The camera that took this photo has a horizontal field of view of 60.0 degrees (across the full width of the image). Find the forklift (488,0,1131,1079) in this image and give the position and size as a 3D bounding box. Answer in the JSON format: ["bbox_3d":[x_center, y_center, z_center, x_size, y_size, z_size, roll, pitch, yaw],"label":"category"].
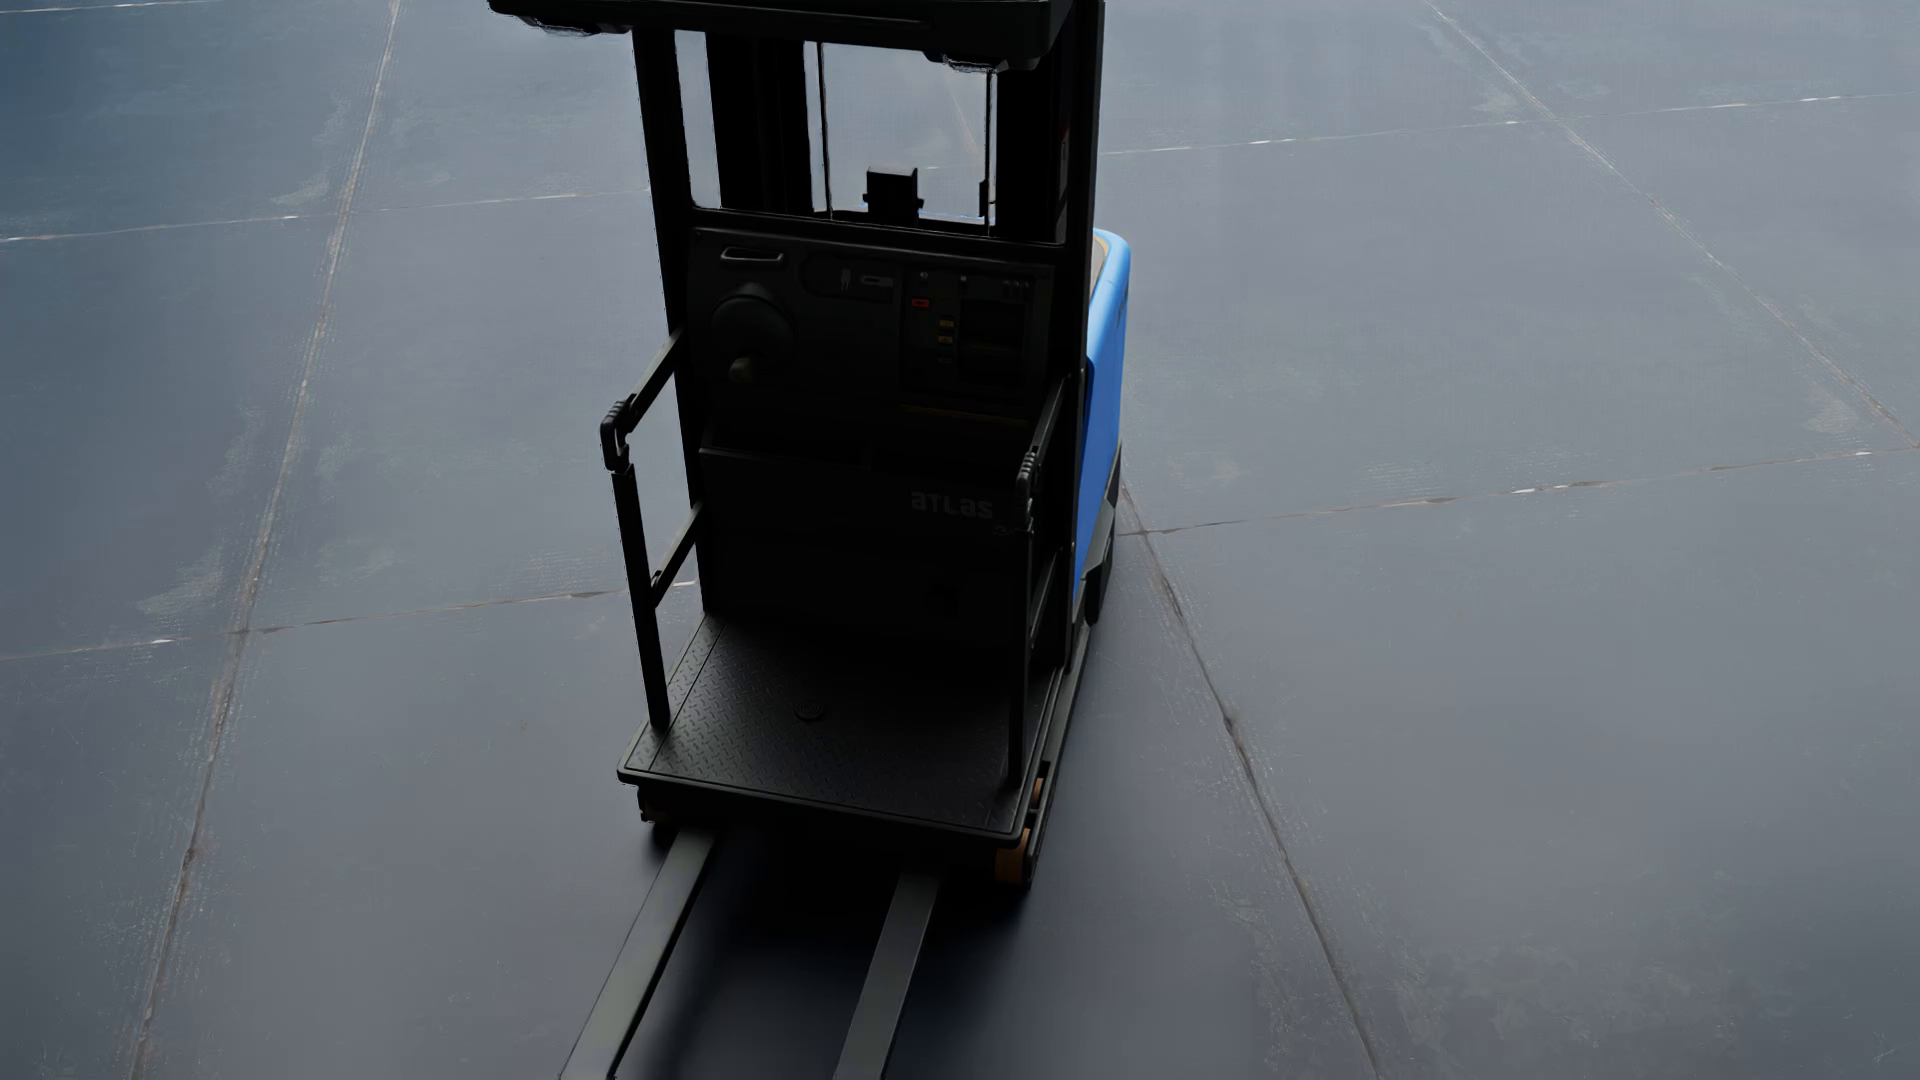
[{"bbox_3d":[-0.276,-0.474,3.971,1.130,2.935,3.031,8,39,10],"label":"forklift"}]

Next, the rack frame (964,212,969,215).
[{"bbox_3d":[0.110,-0.636,5.712,0.200,1.050,0.008,8,39,10],"label":"rack frame"}]

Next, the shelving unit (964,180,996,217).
[{"bbox_3d":[0.137,-0.708,5.806,0.215,1.050,0.252,8,39,10],"label":"shelving unit"}]

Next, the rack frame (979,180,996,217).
[{"bbox_3d":[0.165,-0.781,5.900,0.200,1.050,0.008,8,39,10],"label":"rack frame"}]

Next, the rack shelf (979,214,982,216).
[{"bbox_3d":[0.137,-0.924,5.639,0.215,0.259,0.240,8,39,10],"label":"rack shelf"}]
